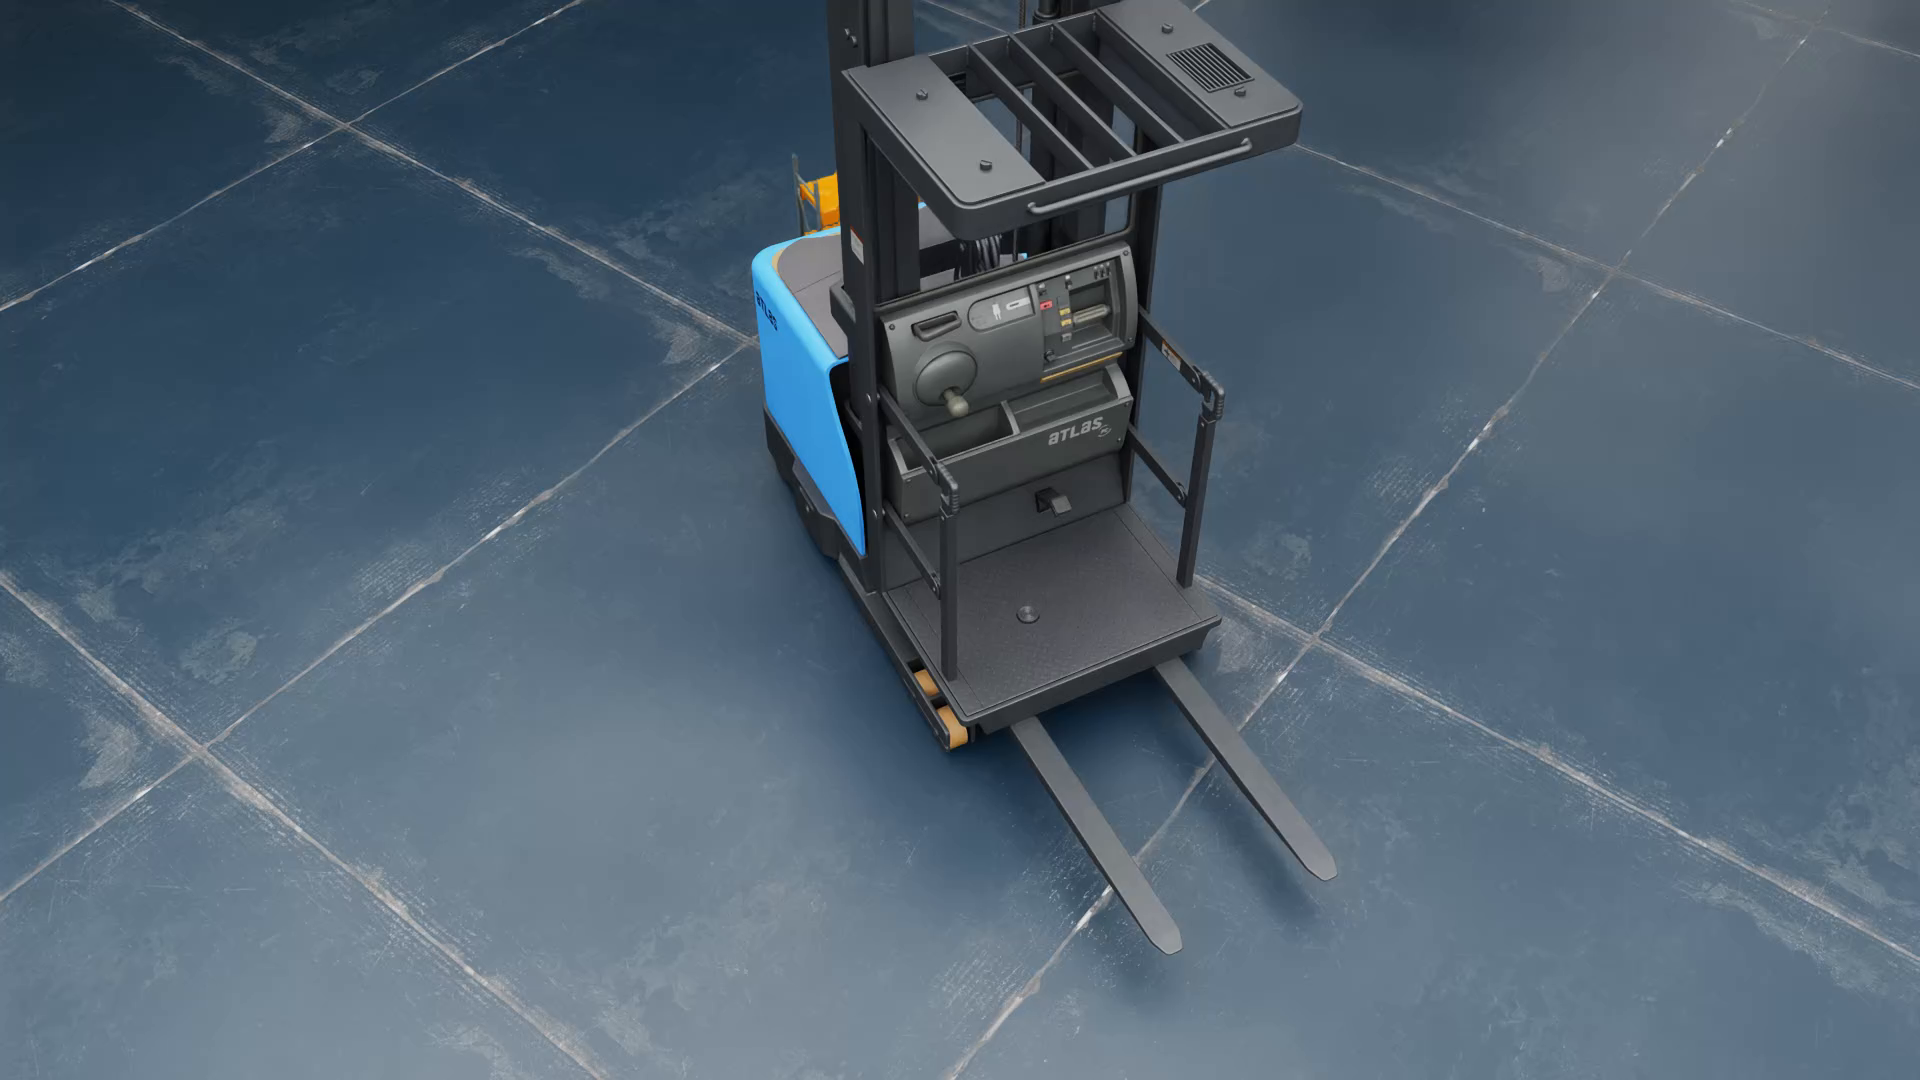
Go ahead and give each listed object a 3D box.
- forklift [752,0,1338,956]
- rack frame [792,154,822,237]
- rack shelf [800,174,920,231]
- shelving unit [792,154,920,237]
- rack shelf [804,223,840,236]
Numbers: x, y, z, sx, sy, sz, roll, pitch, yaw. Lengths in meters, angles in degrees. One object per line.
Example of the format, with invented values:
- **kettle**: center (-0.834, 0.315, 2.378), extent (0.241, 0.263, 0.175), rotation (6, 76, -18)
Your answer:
- **forklift**: center (0.281, -0.611, 5.471), extent (1.130, 2.935, 3.031), rotation (-20, 50, -18)
- **rack frame**: center (-0.611, -1.059, 7.089), extent (0.015, 1.200, 0.240), rotation (-20, 47, -18)
- **rack shelf**: center (-0.401, -1.421, 6.892), extent (0.480, 0.148, 0.258), rotation (-20, 47, -18)
- **shelving unit**: center (-0.393, -1.139, 7.165), extent (0.503, 1.200, 0.258), rotation (-20, 47, -18)
- **rack shelf**: center (-0.396, -1.251, 7.056), extent (0.480, 0.148, 0.258), rotation (-20, 47, -18)
